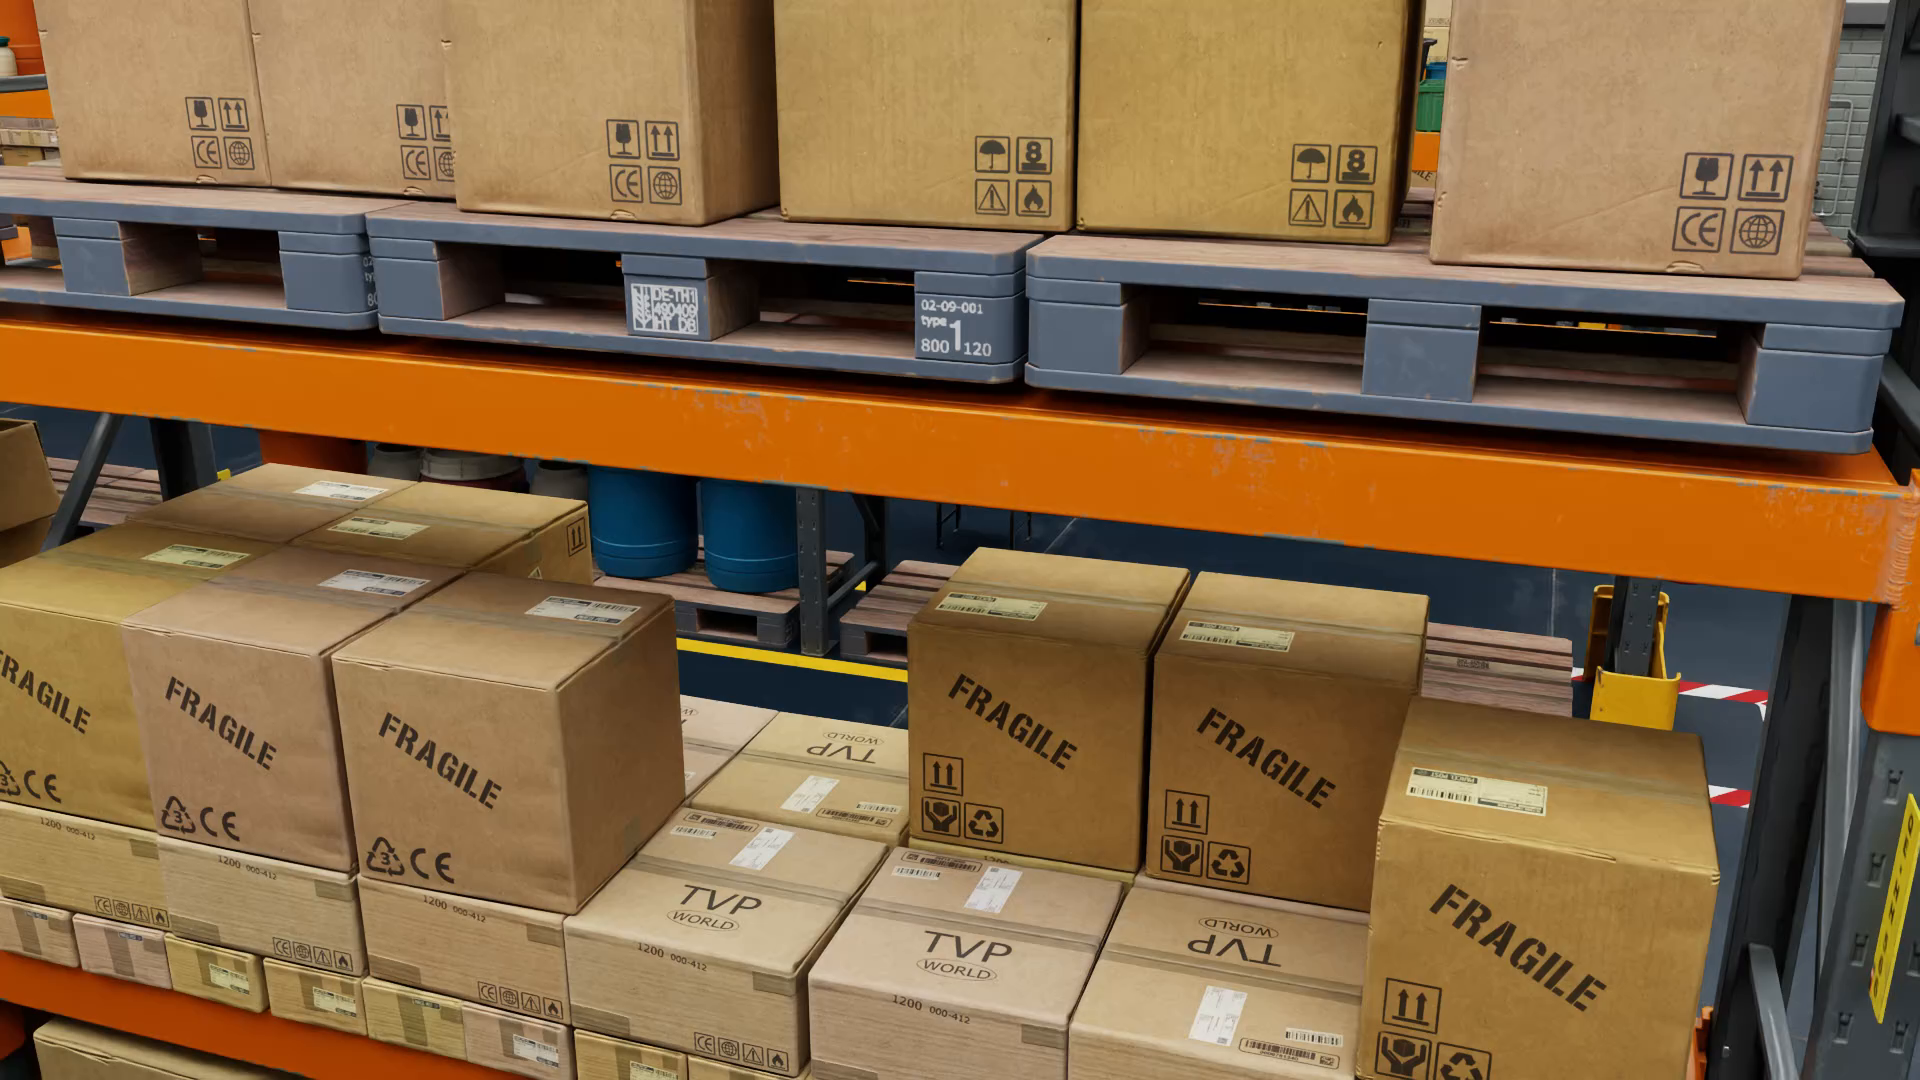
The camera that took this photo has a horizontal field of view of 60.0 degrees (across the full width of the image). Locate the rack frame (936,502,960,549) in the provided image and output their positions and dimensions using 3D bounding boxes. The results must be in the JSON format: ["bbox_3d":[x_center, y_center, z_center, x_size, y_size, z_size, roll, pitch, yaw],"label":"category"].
[{"bbox_3d":[-0.074,-1.000,10.255,0.015,2.100,0.400,7,20,18],"label":"rack frame"}]

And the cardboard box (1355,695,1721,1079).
[{"bbox_3d":[0.985,0.625,2.862,0.500,0.500,0.500,7,20,19],"label":"cardboard box"}]

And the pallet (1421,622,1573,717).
[{"bbox_3d":[2.390,0.696,8.260,1.213,0.211,1.003,7,20,18],"label":"pallet"}]

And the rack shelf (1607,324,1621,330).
[{"bbox_3d":[2.896,-1.936,12.666,4.000,0.370,1.077,7,20,18],"label":"rack shelf"}]

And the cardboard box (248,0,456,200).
[{"bbox_3d":[-0.982,-0.996,3.377,0.500,0.500,0.700,8,21,21],"label":"cardboard box"}]

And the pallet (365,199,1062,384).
[{"bbox_3d":[-0.329,-0.563,3.211,1.213,0.211,1.003,7,20,18],"label":"pallet"}]

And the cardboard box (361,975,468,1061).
[{"bbox_3d":[-1.089,0.954,3.664,0.250,0.149,0.380,6,20,17],"label":"cardboard box"}]

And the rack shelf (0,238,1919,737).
[{"bbox_3d":[-0.358,-0.273,3.337,4.000,0.370,1.077,7,20,18],"label":"rack shelf"}]

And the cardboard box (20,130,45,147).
[{"bbox_3d":[-8.811,-3.894,16.052,0.250,0.149,0.380,6,20,17],"label":"cardboard box"}]

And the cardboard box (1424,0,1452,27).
[{"bbox_3d":[3.273,-3.727,11.622,0.500,0.250,0.500,7,20,18],"label":"cardboard box"}]

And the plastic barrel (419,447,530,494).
[{"bbox_3d":[-2.866,-0.274,9.831,0.708,0.588,0.600,7,20,18],"label":"plastic barrel"}]

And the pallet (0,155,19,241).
[{"bbox_3d":[-3.130,-0.822,4.110,1.217,0.209,0.805,6,20,16],"label":"pallet"}]

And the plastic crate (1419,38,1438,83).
[{"bbox_3d":[1.804,-2.158,7.746,0.767,0.338,0.504,7,20,18],"label":"plastic crate"}]

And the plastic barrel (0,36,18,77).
[{"bbox_3d":[-5.678,-2.800,9.705,0.301,0.262,0.301,0,19,0],"label":"plastic barrel"}]

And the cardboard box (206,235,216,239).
[{"bbox_3d":[-7.360,-2.809,16.478,0.500,0.500,0.500,7,20,18],"label":"cardboard box"}]

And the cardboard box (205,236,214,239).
[{"bbox_3d":[-7.528,-2.650,16.021,0.500,0.500,0.500,7,20,18],"label":"cardboard box"}]

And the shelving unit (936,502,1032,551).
[{"bbox_3d":[0.156,-0.974,10.179,0.503,2.100,0.431,7,20,18],"label":"shelving unit"}]

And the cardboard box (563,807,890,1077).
[{"bbox_3d":[-0.467,0.816,3.455,0.500,0.250,0.500,7,20,18],"label":"cardboard box"}]

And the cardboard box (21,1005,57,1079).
[{"bbox_3d":[-2.858,1.330,4.794,0.875,0.875,1.225,7,20,18],"label":"cardboard box"}]

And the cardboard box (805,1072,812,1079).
[{"bbox_3d":[-0.124,1.065,3.346,0.250,0.149,0.380,7,20,18],"label":"cardboard box"}]

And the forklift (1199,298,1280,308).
[{"bbox_3d":[1.690,-1.975,11.789,1.130,2.935,3.031,17,25,40],"label":"forklift"}]

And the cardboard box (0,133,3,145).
[{"bbox_3d":[-9.305,-3.949,16.211,0.250,0.149,0.380,6,20,17],"label":"cardboard box"}]

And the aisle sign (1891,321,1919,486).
[{"bbox_3d":[1.698,-0.293,2.910,0.004,0.787,0.394,7,20,18],"label":"aisle sign"}]

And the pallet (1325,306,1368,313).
[{"bbox_3d":[4.478,-2.478,17.364,1.213,0.211,1.003,7,20,18],"label":"pallet"}]

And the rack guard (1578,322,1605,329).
[{"bbox_3d":[6.430,-2.417,16.752,0.348,0.500,1.175,7,20,18],"label":"rack guard"}]

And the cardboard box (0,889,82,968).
[{"bbox_3d":[-2.077,0.842,3.985,0.250,0.149,0.380,7,20,18],"label":"cardboard box"}]

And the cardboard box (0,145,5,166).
[{"bbox_3d":[-9.394,-3.726,16.555,0.500,0.500,0.700,7,20,19],"label":"cardboard box"}]

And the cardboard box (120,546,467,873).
[{"bbox_3d":[-1.416,0.351,3.649,0.500,0.500,0.500,7,20,18],"label":"cardboard box"}]

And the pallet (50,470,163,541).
[{"bbox_3d":[-5.119,-0.163,10.724,1.213,0.211,1.003,7,20,18],"label":"pallet"}]

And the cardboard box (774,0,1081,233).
[{"bbox_3d":[0.026,-0.868,3.009,0.500,0.500,0.700,5,20,14],"label":"cardboard box"}]

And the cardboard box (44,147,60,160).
[{"bbox_3d":[-8.428,-3.614,16.236,0.500,0.500,0.700,7,20,20],"label":"cardboard box"}]

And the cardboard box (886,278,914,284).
[{"bbox_3d":[-0.314,-2.109,14.060,0.500,0.250,0.500,7,20,18],"label":"cardboard box"}]

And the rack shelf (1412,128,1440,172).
[{"bbox_3d":[1.267,-1.813,7.755,4.000,0.370,1.077,7,20,18],"label":"rack shelf"}]

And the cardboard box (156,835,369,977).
[{"bbox_3d":[-1.421,0.706,3.770,0.500,0.250,0.500,6,20,18],"label":"cardboard box"}]

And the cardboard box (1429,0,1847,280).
[{"bbox_3d":[1.022,-0.729,2.611,0.500,0.500,0.700,5,20,15],"label":"cardboard box"}]

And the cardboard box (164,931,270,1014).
[{"bbox_3d":[-1.580,0.899,3.823,0.250,0.149,0.380,7,20,20],"label":"cardboard box"}]

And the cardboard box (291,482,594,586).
[{"bbox_3d":[-1.253,0.186,4.122,0.500,0.500,0.500,7,20,19],"label":"cardboard box"}]

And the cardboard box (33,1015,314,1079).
[{"bbox_3d":[-1.650,1.489,4.337,0.875,0.875,0.875,7,20,18],"label":"cardboard box"}]

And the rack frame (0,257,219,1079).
[{"bbox_3d":[-2.247,0.588,4.333,0.127,3.000,1.000,7,20,18],"label":"rack frame"}]

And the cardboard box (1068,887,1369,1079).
[{"bbox_3d":[0.507,0.925,3.140,0.500,0.250,0.500,6,20,17],"label":"cardboard box"}]

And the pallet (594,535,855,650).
[{"bbox_3d":[-1.337,0.268,9.486,1.213,0.211,1.003,7,20,18],"label":"pallet"}]

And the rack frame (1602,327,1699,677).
[{"bbox_3d":[3.157,-0.520,7.511,0.127,3.000,1.000,7,20,18],"label":"rack frame"}]

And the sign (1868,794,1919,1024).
[{"bbox_3d":[1.340,0.529,2.384,0.005,0.325,0.100,7,20,18],"label":"sign"}]

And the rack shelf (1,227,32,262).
[{"bbox_3d":[-4.137,-0.705,4.577,4.000,0.370,1.077,7,20,18],"label":"rack shelf"}]

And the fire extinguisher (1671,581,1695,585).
[{"bbox_3d":[3.150,-0.150,7.133,0.183,0.674,0.296,7,20,18],"label":"fire extinguisher"}]

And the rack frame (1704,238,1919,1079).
[{"bbox_3d":[1.531,1.020,3.093,0.127,3.000,1.000,7,20,18],"label":"rack frame"}]

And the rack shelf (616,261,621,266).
[{"bbox_3d":[-0.882,-2.368,13.906,4.000,0.370,1.077,7,20,18],"label":"rack shelf"}]

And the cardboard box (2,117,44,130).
[{"bbox_3d":[-8.867,-4.278,16.170,0.500,0.500,0.700,7,20,18],"label":"cardboard box"}]

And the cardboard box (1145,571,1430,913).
[{"bbox_3d":[0.694,0.406,3.490,0.500,0.500,0.500,6,20,17],"label":"cardboard box"}]

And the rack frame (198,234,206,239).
[{"bbox_3d":[-4.400,-1.384,9.990,0.127,3.000,1.000,7,20,18],"label":"rack frame"}]

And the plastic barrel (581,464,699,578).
[{"bbox_3d":[-1.799,-0.300,9.430,0.708,0.901,0.600,7,20,18],"label":"plastic barrel"}]

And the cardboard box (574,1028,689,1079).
[{"bbox_3d":[-0.604,1.010,3.504,0.250,0.149,0.380,6,20,16],"label":"cardboard box"}]

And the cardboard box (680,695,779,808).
[{"bbox_3d":[-0.772,0.595,4.089,0.500,0.250,0.500,7,20,19],"label":"cardboard box"}]

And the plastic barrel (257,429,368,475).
[{"bbox_3d":[-3.933,-0.510,10.142,0.708,0.830,0.600,7,20,18],"label":"plastic barrel"}]

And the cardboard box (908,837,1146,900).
[{"bbox_3d":[0.200,0.705,3.772,0.500,0.250,0.500,6,20,16],"label":"cardboard box"}]
